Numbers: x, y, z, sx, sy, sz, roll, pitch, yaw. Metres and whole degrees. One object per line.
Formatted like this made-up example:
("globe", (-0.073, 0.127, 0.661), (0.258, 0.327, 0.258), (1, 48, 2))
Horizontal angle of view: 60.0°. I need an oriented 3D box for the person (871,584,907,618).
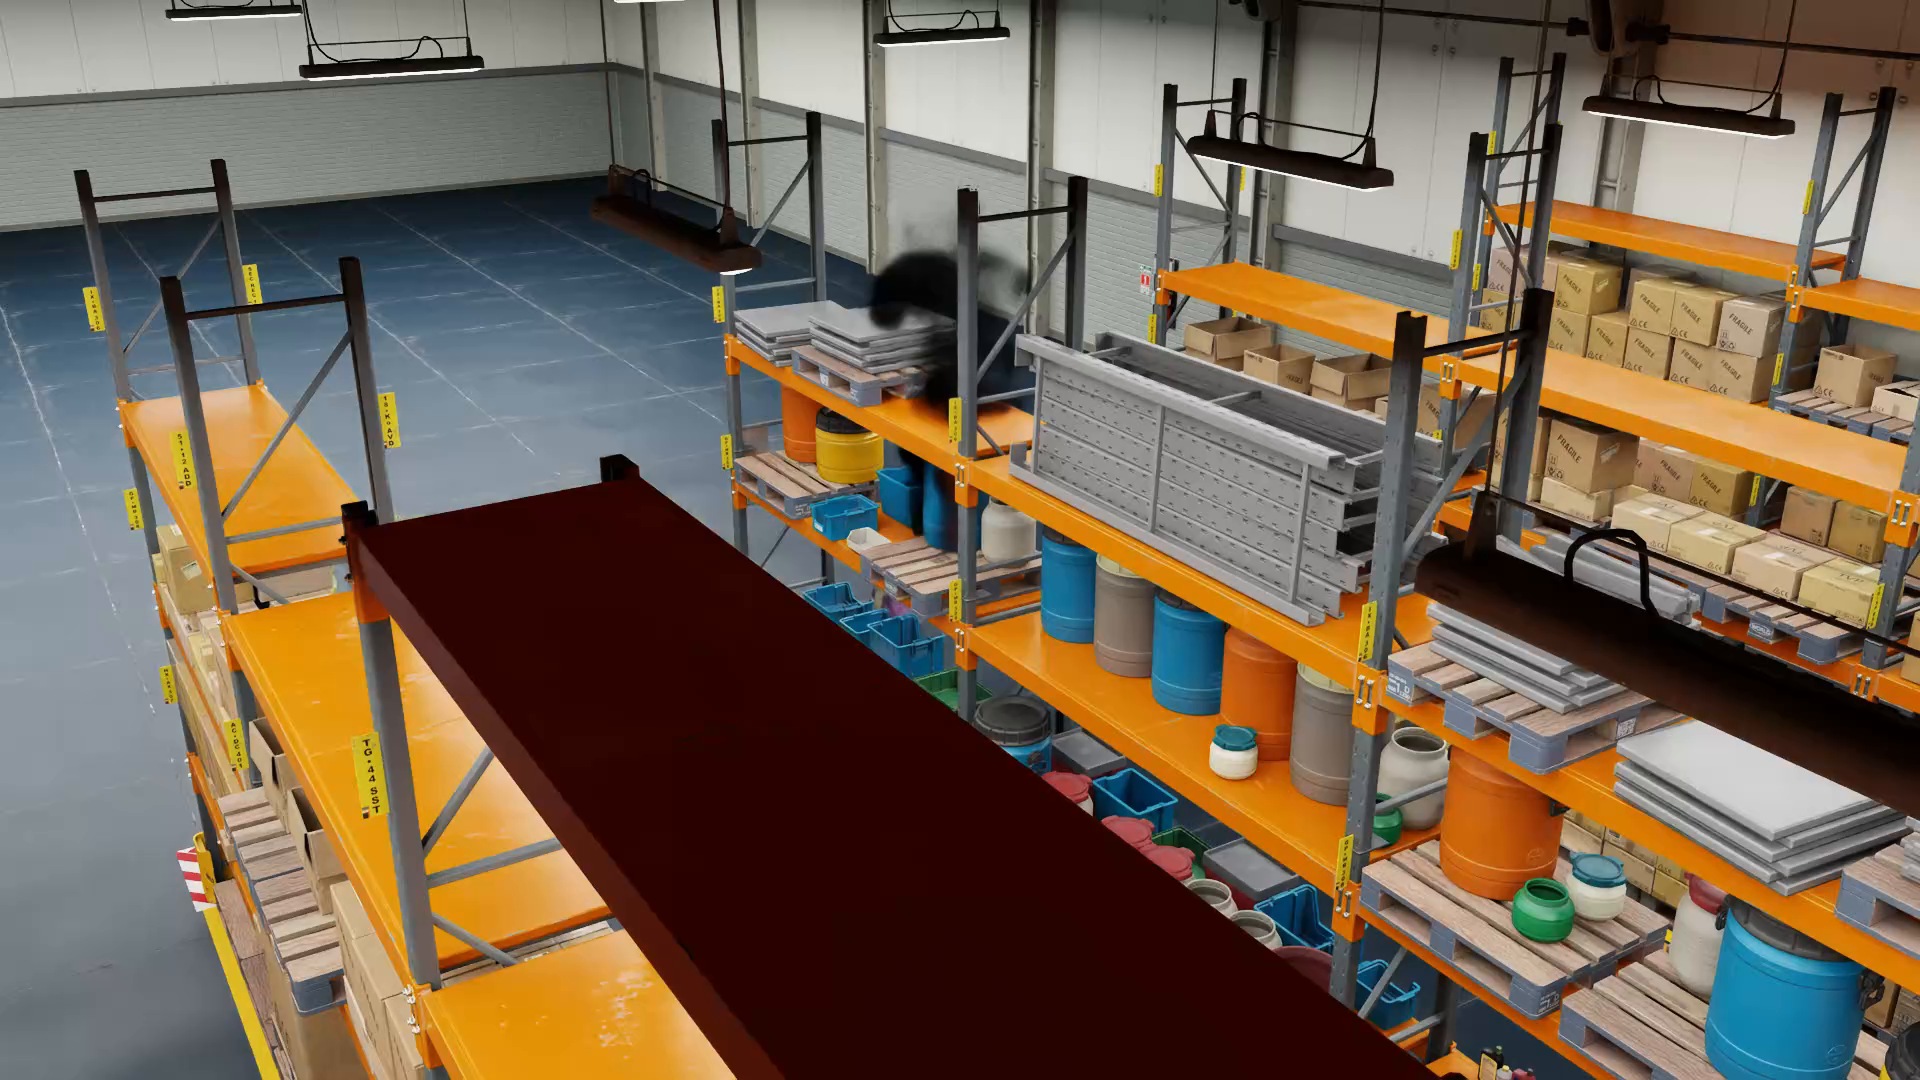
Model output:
("person", (-0.708, 0.838, 17.244), (0.519, 1.553, 0.571), (14, 26, 30))
